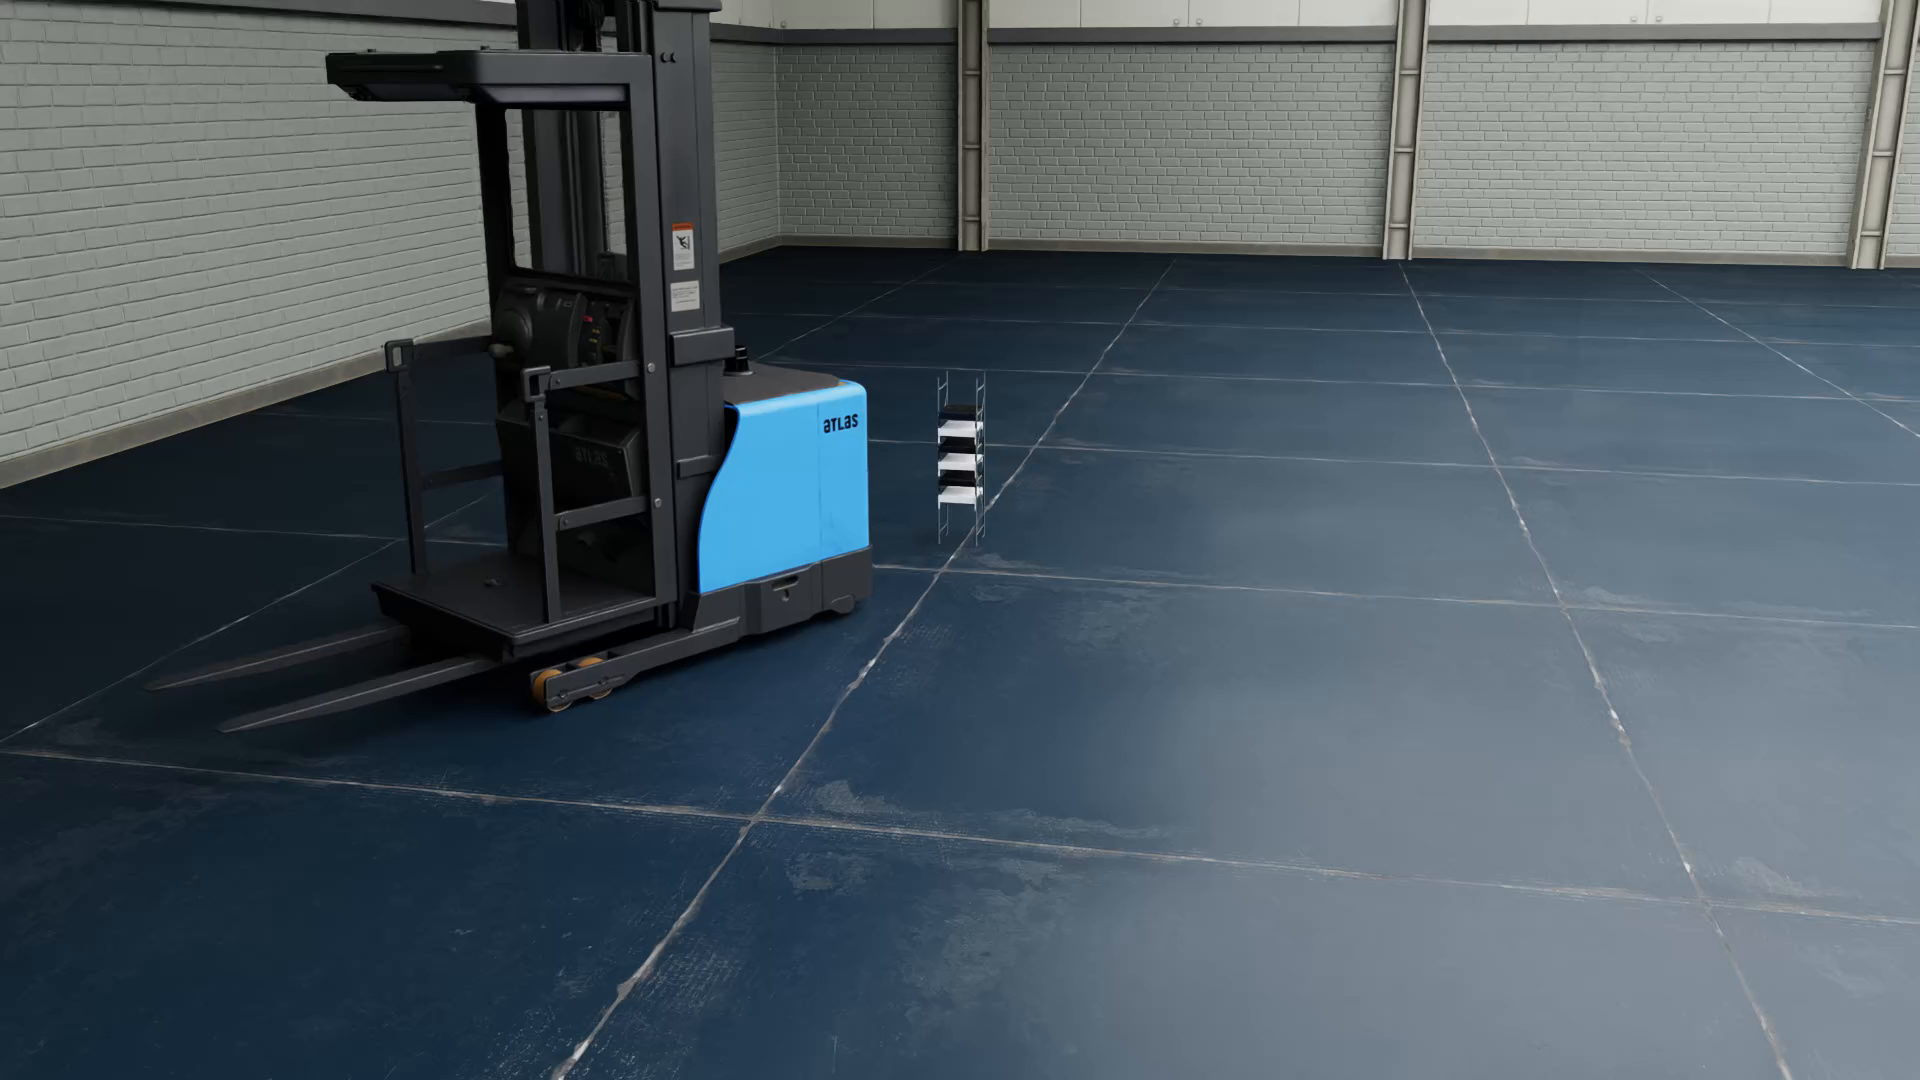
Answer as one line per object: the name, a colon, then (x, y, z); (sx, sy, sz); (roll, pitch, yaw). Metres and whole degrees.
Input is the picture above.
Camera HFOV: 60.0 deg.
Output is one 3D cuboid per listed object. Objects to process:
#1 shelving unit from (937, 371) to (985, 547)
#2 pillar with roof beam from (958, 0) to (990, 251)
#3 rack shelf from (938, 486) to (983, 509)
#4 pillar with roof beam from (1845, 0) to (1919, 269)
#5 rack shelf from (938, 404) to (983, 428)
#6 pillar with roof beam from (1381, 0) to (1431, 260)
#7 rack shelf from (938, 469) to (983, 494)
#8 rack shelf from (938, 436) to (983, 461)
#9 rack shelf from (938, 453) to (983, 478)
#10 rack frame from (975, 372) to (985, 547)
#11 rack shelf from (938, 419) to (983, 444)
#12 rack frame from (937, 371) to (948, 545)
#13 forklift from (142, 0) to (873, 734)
shelving unit: (0.008, -0.433, 8.870); (0.210, 0.900, 0.258); (3, 16, 11)
pillar with roof beam: (-0.663, -7.448, 19.024); (0.400, 9.000, 9.100); (3, 16, 11)
rack shelf: (0.008, -0.228, 8.927); (0.200, 0.077, 0.258); (3, 16, 11)
pillar with roof beam: (11.096, -6.810, 16.720); (0.400, 9.000, 9.100); (3, 16, 11)
rack shelf: (0.008, -0.661, 8.807); (0.200, 0.077, 0.258); (3, 16, 11)
pillar with roof beam: (5.216, -7.129, 17.872); (0.400, 9.000, 9.100); (3, 16, 11)
rack shelf: (0.008, -0.314, 8.903); (0.200, 0.077, 0.258); (3, 16, 11)
rack shelf: (0.008, -0.488, 8.855); (0.200, 0.077, 0.258); (3, 16, 11)
rack shelf: (0.008, -0.401, 8.879); (0.200, 0.077, 0.258); (3, 16, 11)
rack frame: (0.108, -0.428, 8.851); (0.006, 0.900, 0.240); (3, 16, 11)
rack shelf: (0.008, -0.575, 8.831); (0.200, 0.077, 0.258); (3, 16, 11)
rack frame: (-0.092, -0.439, 8.890); (0.006, 0.900, 0.240); (3, 16, 11)
forklift: (-1.776, -0.889, 6.709); (1.130, 2.935, 3.031); (14, 21, 41)
